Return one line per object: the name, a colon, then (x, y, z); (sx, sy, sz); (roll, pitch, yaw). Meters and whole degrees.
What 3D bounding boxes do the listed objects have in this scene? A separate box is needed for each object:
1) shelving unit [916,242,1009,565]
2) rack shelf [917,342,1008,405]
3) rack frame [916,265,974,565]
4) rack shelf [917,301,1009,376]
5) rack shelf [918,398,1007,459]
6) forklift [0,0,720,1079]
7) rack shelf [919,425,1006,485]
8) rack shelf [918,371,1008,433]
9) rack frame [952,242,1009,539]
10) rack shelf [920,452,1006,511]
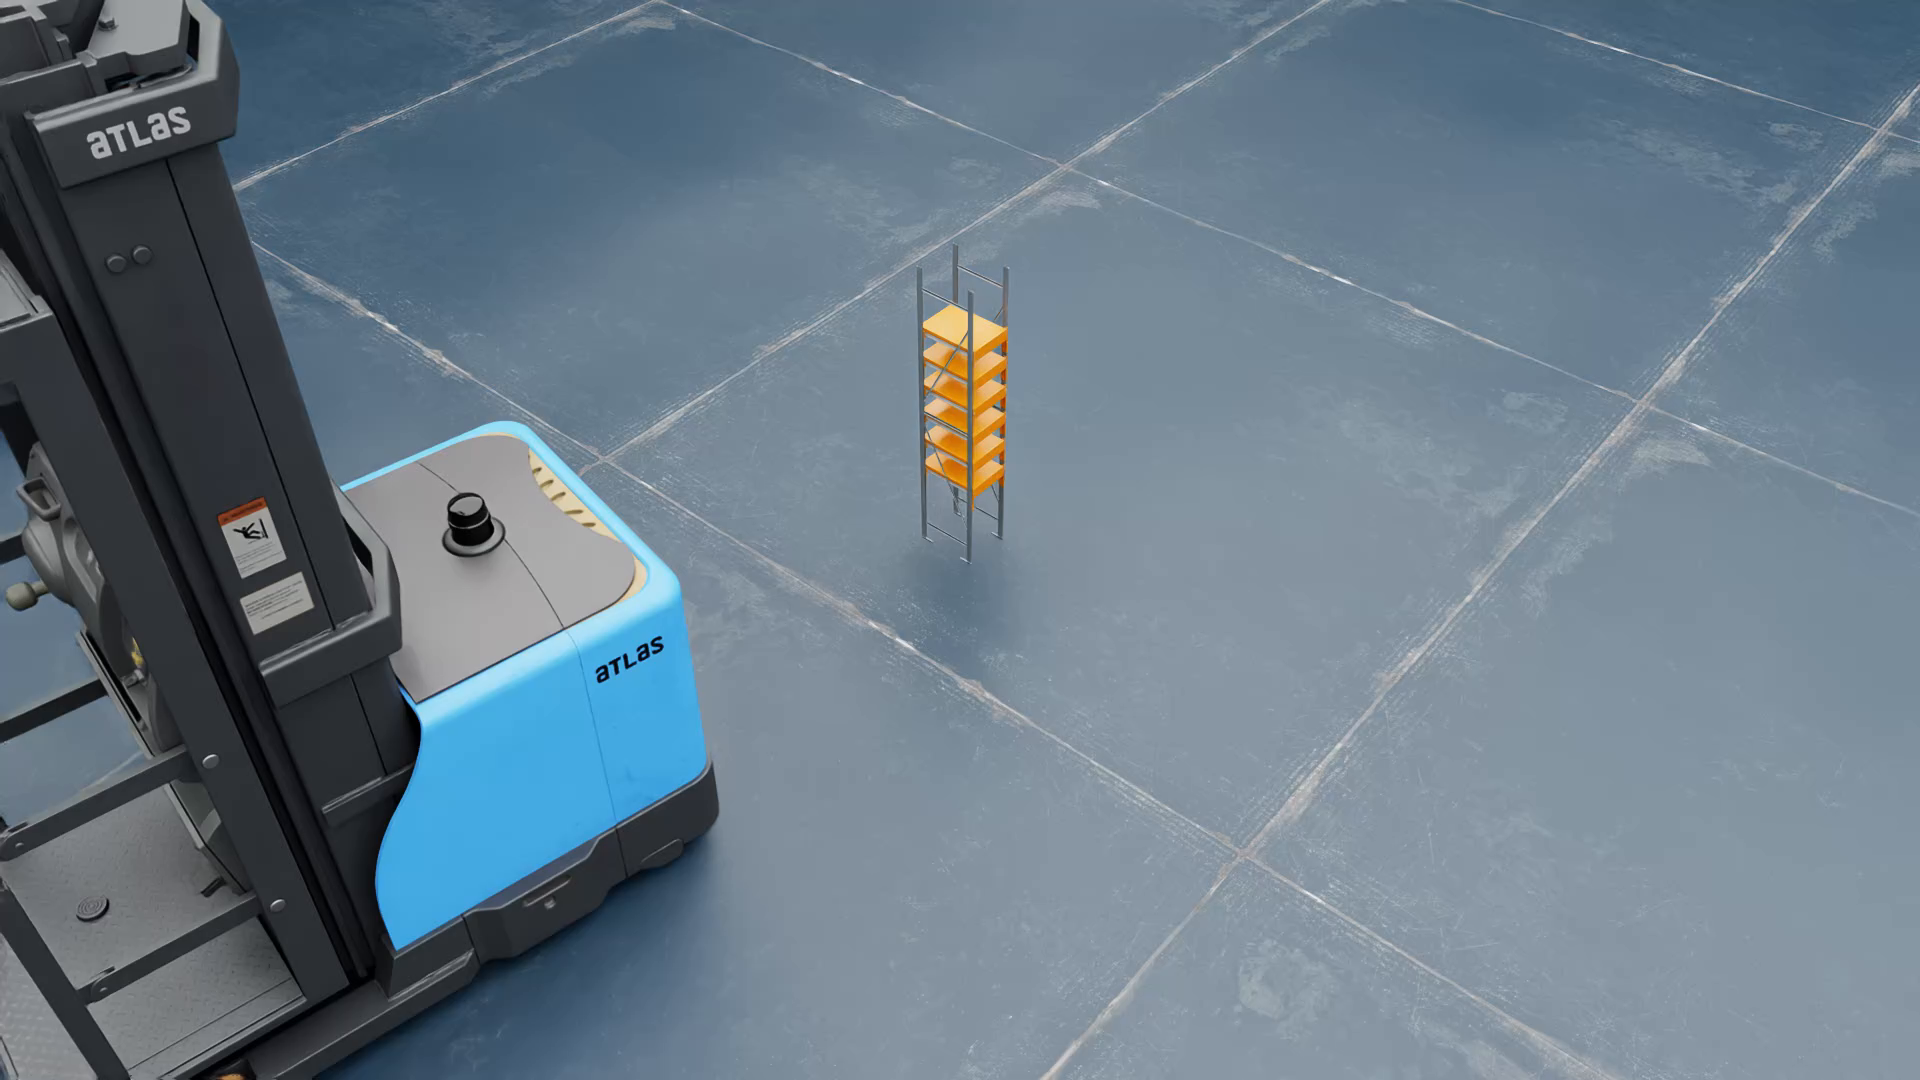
shelving unit: (0.009, -0.451, 5.855); (0.258, 1.200, 0.189); (29, 50, 28)
rack shelf: (0.009, -0.596, 5.723); (0.258, 0.103, 0.180); (29, 50, 28)
rack frame: (-0.050, -0.404, 5.803); (0.240, 1.200, 0.006); (29, 50, 28)
rack shelf: (0.009, -0.685, 5.642); (0.258, 0.103, 0.180); (29, 50, 28)
rack shelf: (0.009, -0.419, 5.884); (0.258, 0.103, 0.180); (29, 50, 28)
forklift: (-2.217, 0.196, 3.856); (3.031, 2.935, 1.130); (-29, 49, -28)
rack shelf: (0.009, -0.330, 5.965); (0.258, 0.103, 0.180); (29, 50, 28)
rack shelf: (0.009, -0.507, 5.804); (0.258, 0.103, 0.180); (29, 50, 28)
rack frame: (0.068, -0.498, 5.906); (0.240, 1.200, 0.006); (29, 50, 28)
rack shelf: (0.009, -0.241, 6.046); (0.258, 0.103, 0.180); (29, 50, 28)
